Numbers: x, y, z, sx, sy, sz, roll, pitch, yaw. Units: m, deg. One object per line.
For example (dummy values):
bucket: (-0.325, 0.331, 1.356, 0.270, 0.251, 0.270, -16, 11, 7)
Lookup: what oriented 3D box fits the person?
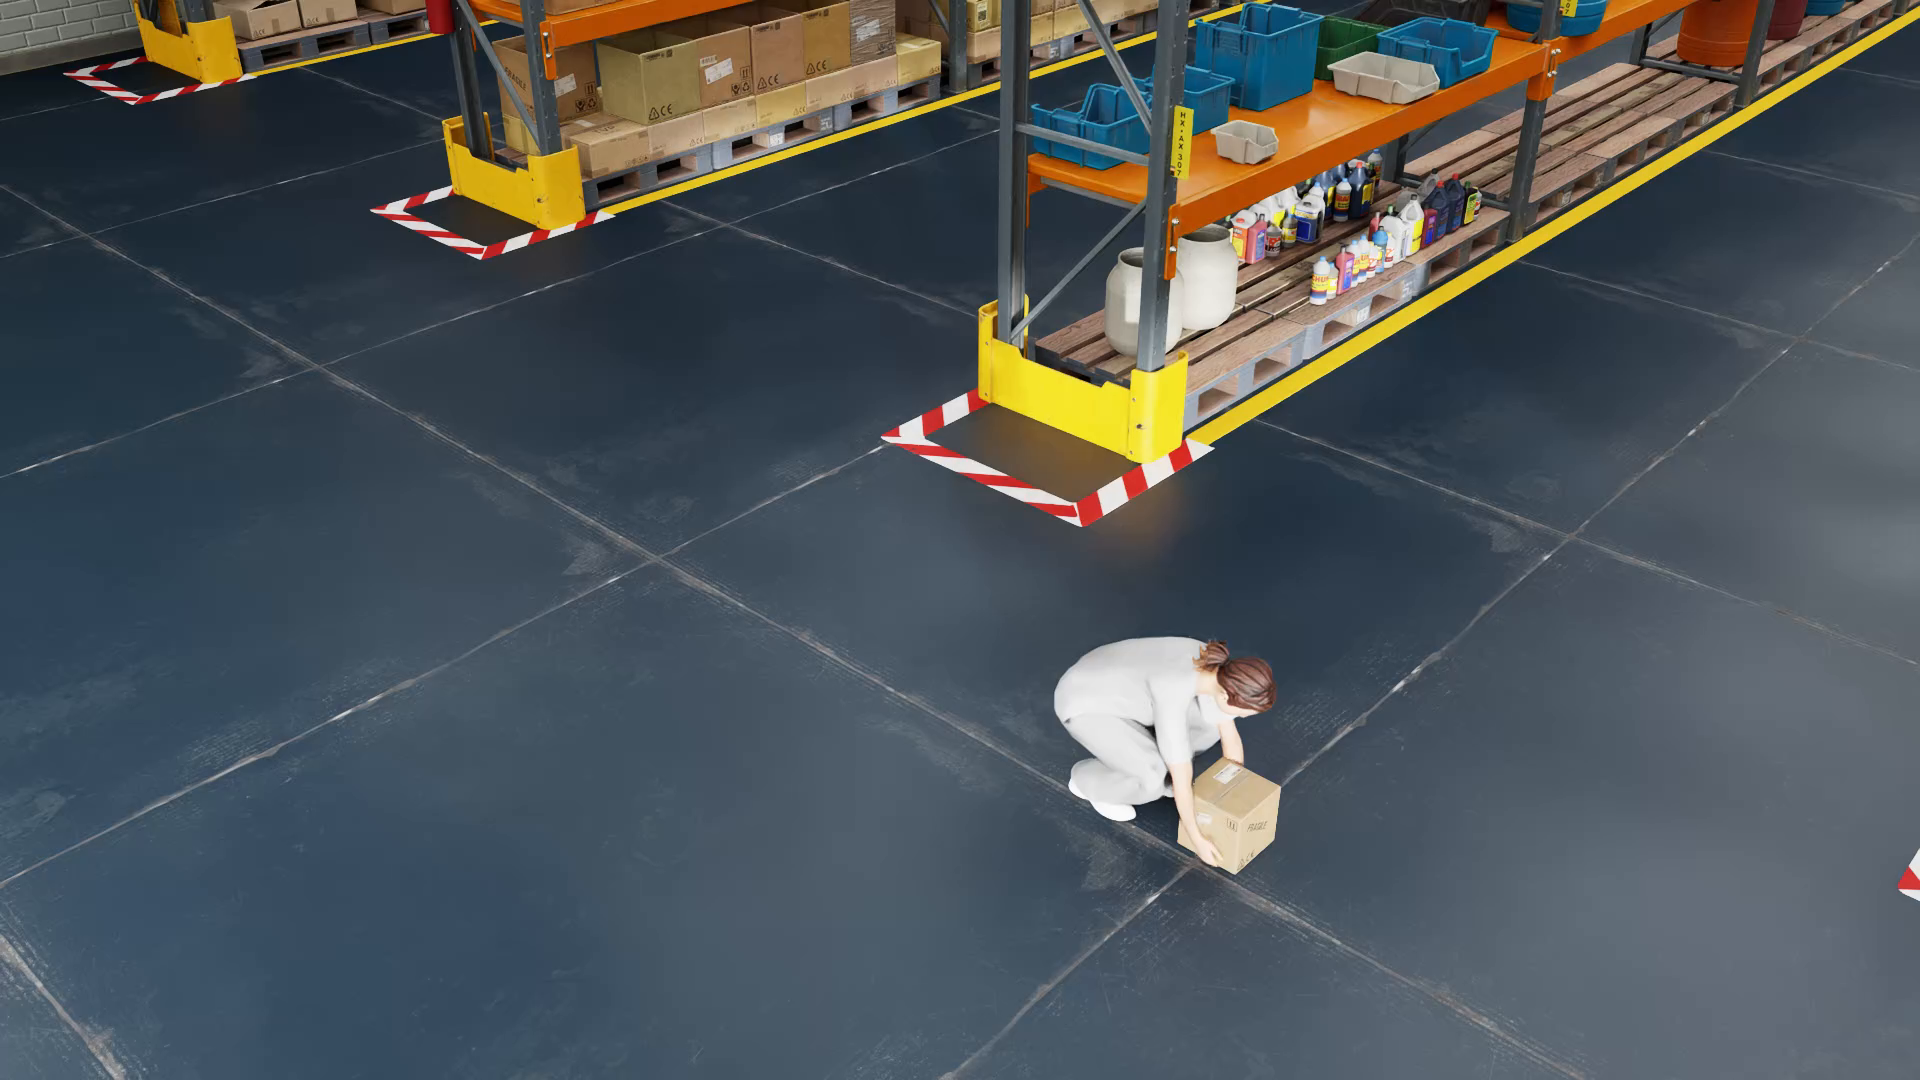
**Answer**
person: (0.719, 0.662, 5.947, 0.810, 0.811, 0.475, 25, 40, 35)
